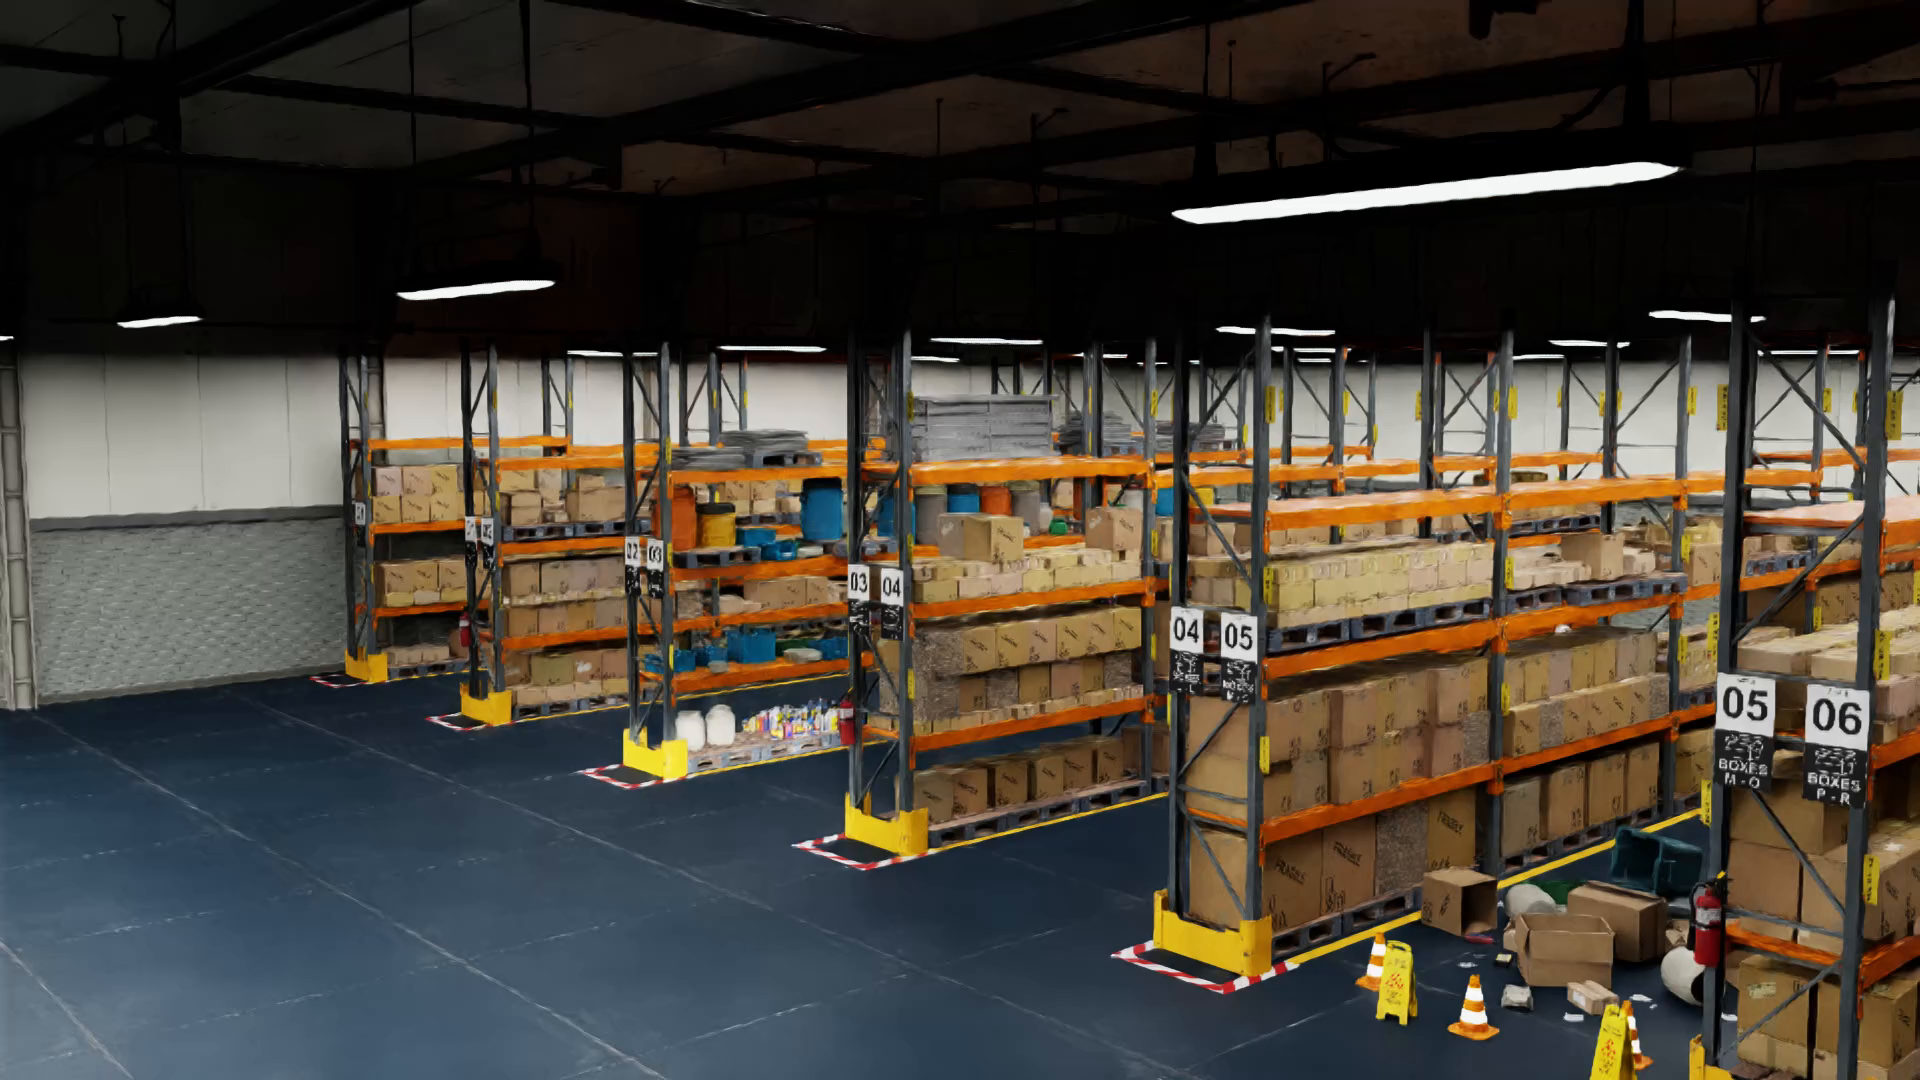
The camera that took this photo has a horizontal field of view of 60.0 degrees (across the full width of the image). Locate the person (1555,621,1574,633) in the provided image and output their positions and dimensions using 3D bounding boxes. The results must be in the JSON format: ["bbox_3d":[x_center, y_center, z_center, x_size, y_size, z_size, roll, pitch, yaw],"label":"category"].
[{"bbox_3d":[9.550,1.930,26.081,0.446,1.766,0.628,2,5,17],"label":"person"}]

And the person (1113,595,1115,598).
[{"bbox_3d":[3.061,1.524,31.619,1.088,1.589,0.454,-4,7,-39],"label":"person"}]
